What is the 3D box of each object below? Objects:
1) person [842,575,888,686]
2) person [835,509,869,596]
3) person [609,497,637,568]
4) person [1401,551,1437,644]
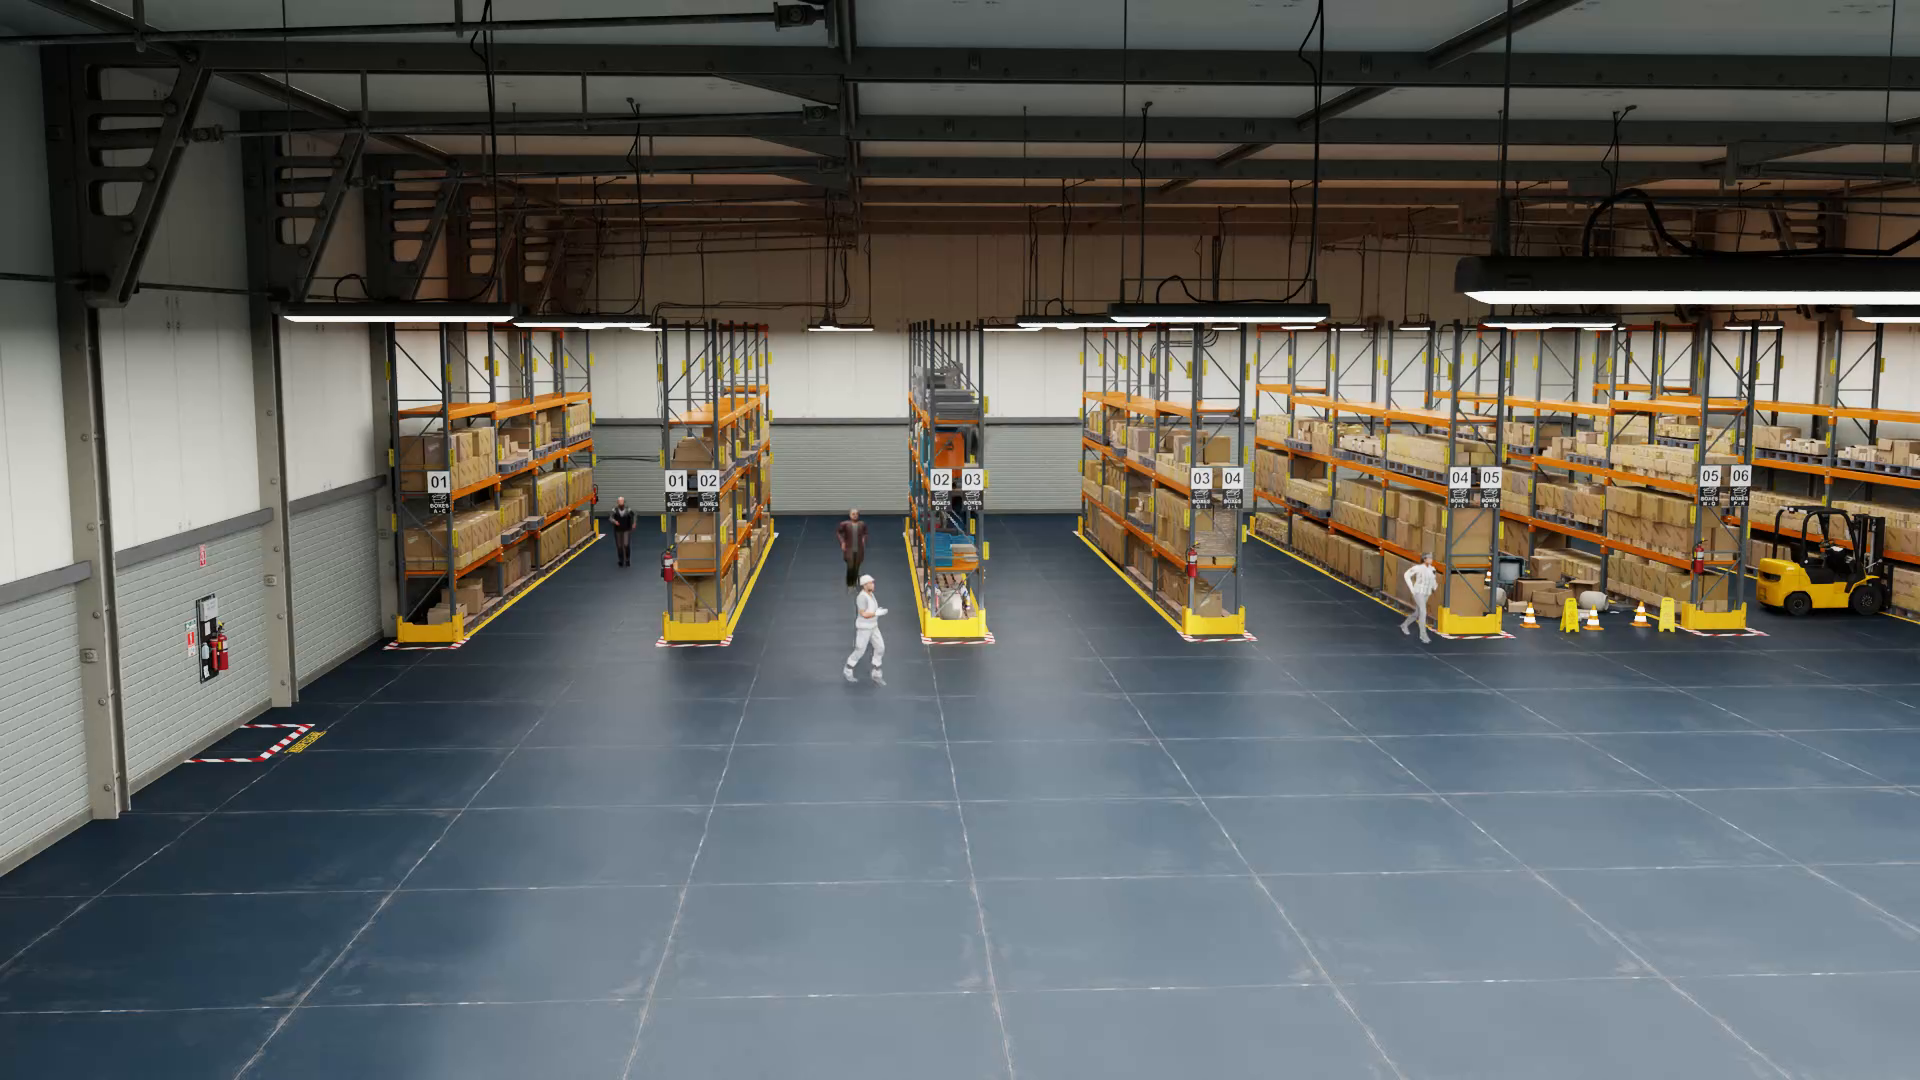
[{"bbox_3d":[-1.536,1.488,27.137,0.819,1.860,0.649,3,8,22],"label":"person"},{"bbox_3d":[-2.242,0.267,34.965,0.664,1.835,0.738,-2,7,-16],"label":"person"},{"bbox_3d":[-8.316,-0.172,41.032,0.671,1.783,0.733,-1,7,-7],"label":"person"},{"bbox_3d":[8.700,1.035,31.317,0.631,1.685,0.895,-4,8,-29],"label":"person"}]
